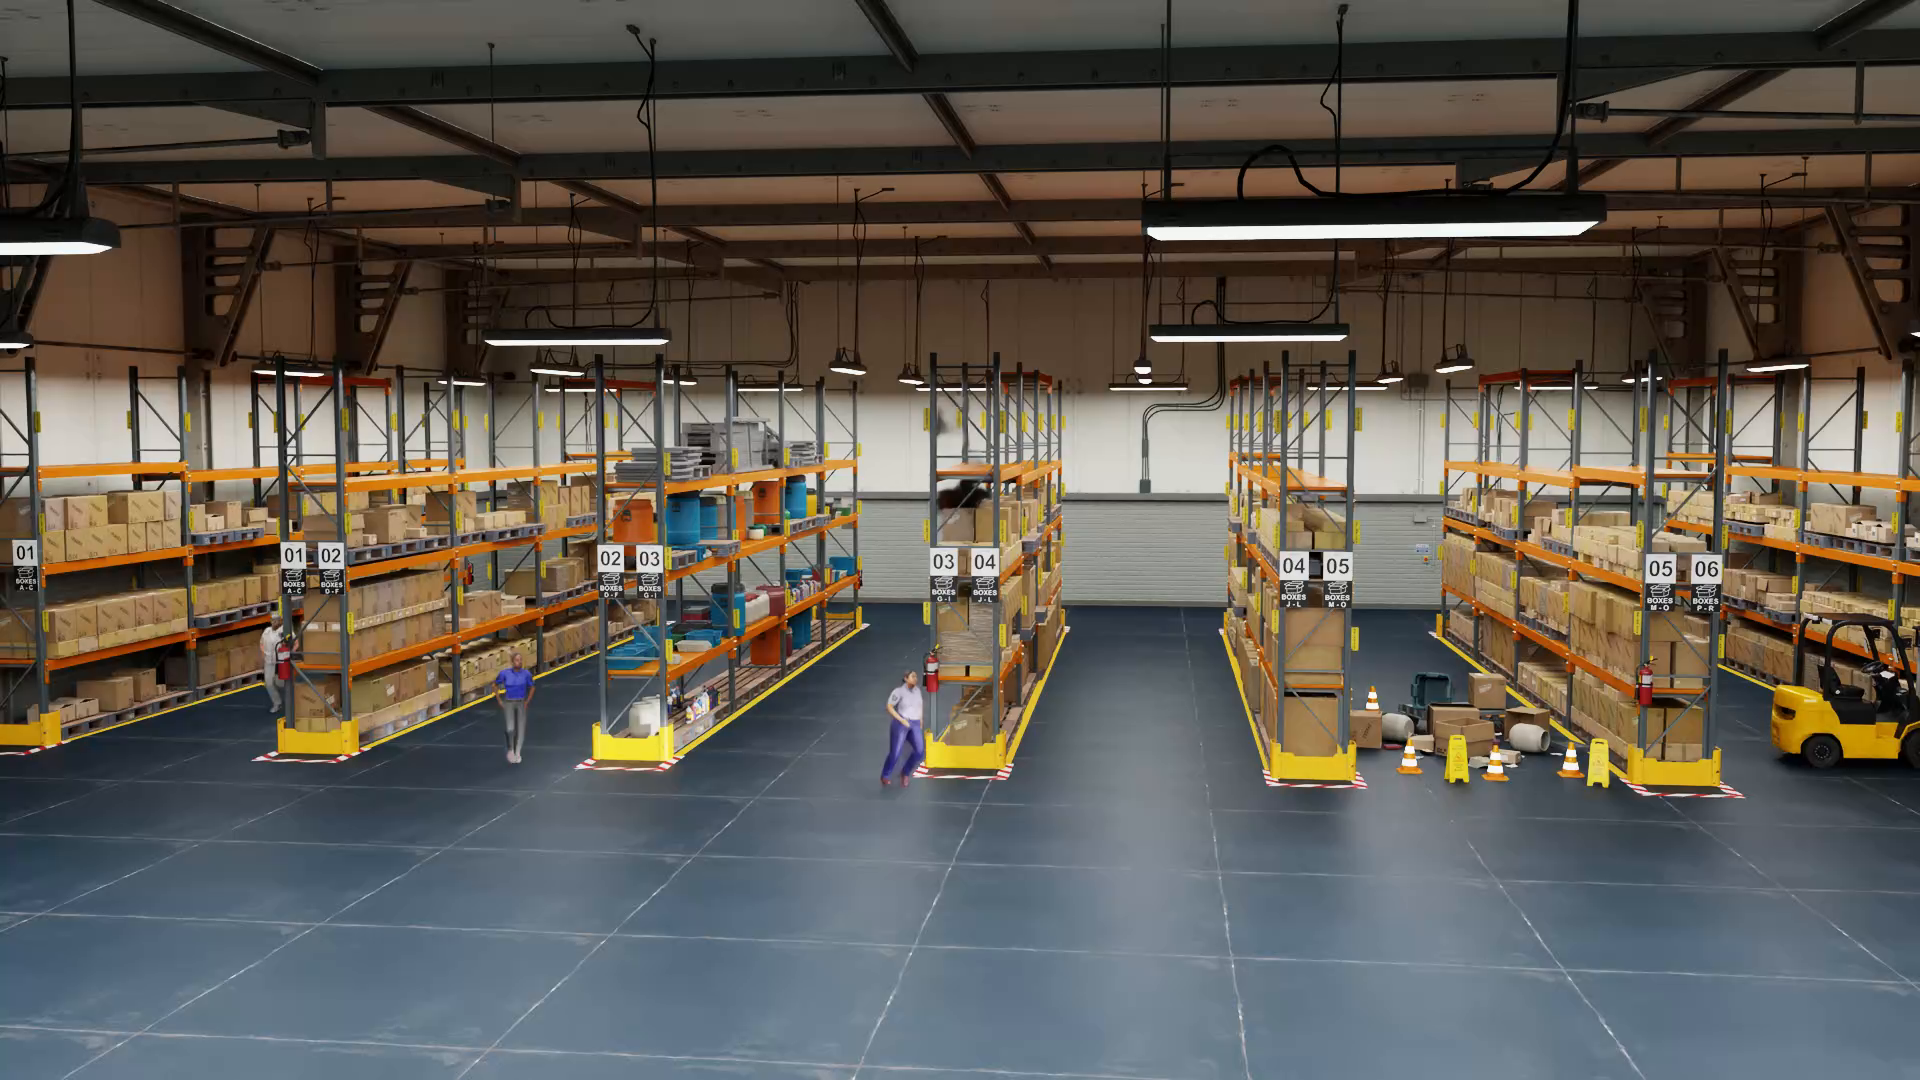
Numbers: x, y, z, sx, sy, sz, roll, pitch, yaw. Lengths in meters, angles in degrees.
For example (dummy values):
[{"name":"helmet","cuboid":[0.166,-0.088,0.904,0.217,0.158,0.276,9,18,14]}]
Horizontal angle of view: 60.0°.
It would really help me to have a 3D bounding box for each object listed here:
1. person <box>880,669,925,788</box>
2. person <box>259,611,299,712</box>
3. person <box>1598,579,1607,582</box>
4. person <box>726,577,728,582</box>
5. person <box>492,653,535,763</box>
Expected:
[{"name":"person","cuboid":[-0.721,2.592,22.889,0.678,1.627,0.622,-3,5,-34]},{"name":"person","cuboid":[-11.869,2.099,28.922,0.665,1.746,0.603,0,4,0]},{"name":"person","cuboid":[13.280,1.695,34.293,0.647,1.847,0.797,0,4,5]},{"name":"person","cuboid":[-5.125,1.589,36.930,0.508,1.593,0.663,0,4,2]},{"name":"person","cuboid":[-6.523,2.463,24.391,0.594,1.621,0.581,-2,4,-22]}]
